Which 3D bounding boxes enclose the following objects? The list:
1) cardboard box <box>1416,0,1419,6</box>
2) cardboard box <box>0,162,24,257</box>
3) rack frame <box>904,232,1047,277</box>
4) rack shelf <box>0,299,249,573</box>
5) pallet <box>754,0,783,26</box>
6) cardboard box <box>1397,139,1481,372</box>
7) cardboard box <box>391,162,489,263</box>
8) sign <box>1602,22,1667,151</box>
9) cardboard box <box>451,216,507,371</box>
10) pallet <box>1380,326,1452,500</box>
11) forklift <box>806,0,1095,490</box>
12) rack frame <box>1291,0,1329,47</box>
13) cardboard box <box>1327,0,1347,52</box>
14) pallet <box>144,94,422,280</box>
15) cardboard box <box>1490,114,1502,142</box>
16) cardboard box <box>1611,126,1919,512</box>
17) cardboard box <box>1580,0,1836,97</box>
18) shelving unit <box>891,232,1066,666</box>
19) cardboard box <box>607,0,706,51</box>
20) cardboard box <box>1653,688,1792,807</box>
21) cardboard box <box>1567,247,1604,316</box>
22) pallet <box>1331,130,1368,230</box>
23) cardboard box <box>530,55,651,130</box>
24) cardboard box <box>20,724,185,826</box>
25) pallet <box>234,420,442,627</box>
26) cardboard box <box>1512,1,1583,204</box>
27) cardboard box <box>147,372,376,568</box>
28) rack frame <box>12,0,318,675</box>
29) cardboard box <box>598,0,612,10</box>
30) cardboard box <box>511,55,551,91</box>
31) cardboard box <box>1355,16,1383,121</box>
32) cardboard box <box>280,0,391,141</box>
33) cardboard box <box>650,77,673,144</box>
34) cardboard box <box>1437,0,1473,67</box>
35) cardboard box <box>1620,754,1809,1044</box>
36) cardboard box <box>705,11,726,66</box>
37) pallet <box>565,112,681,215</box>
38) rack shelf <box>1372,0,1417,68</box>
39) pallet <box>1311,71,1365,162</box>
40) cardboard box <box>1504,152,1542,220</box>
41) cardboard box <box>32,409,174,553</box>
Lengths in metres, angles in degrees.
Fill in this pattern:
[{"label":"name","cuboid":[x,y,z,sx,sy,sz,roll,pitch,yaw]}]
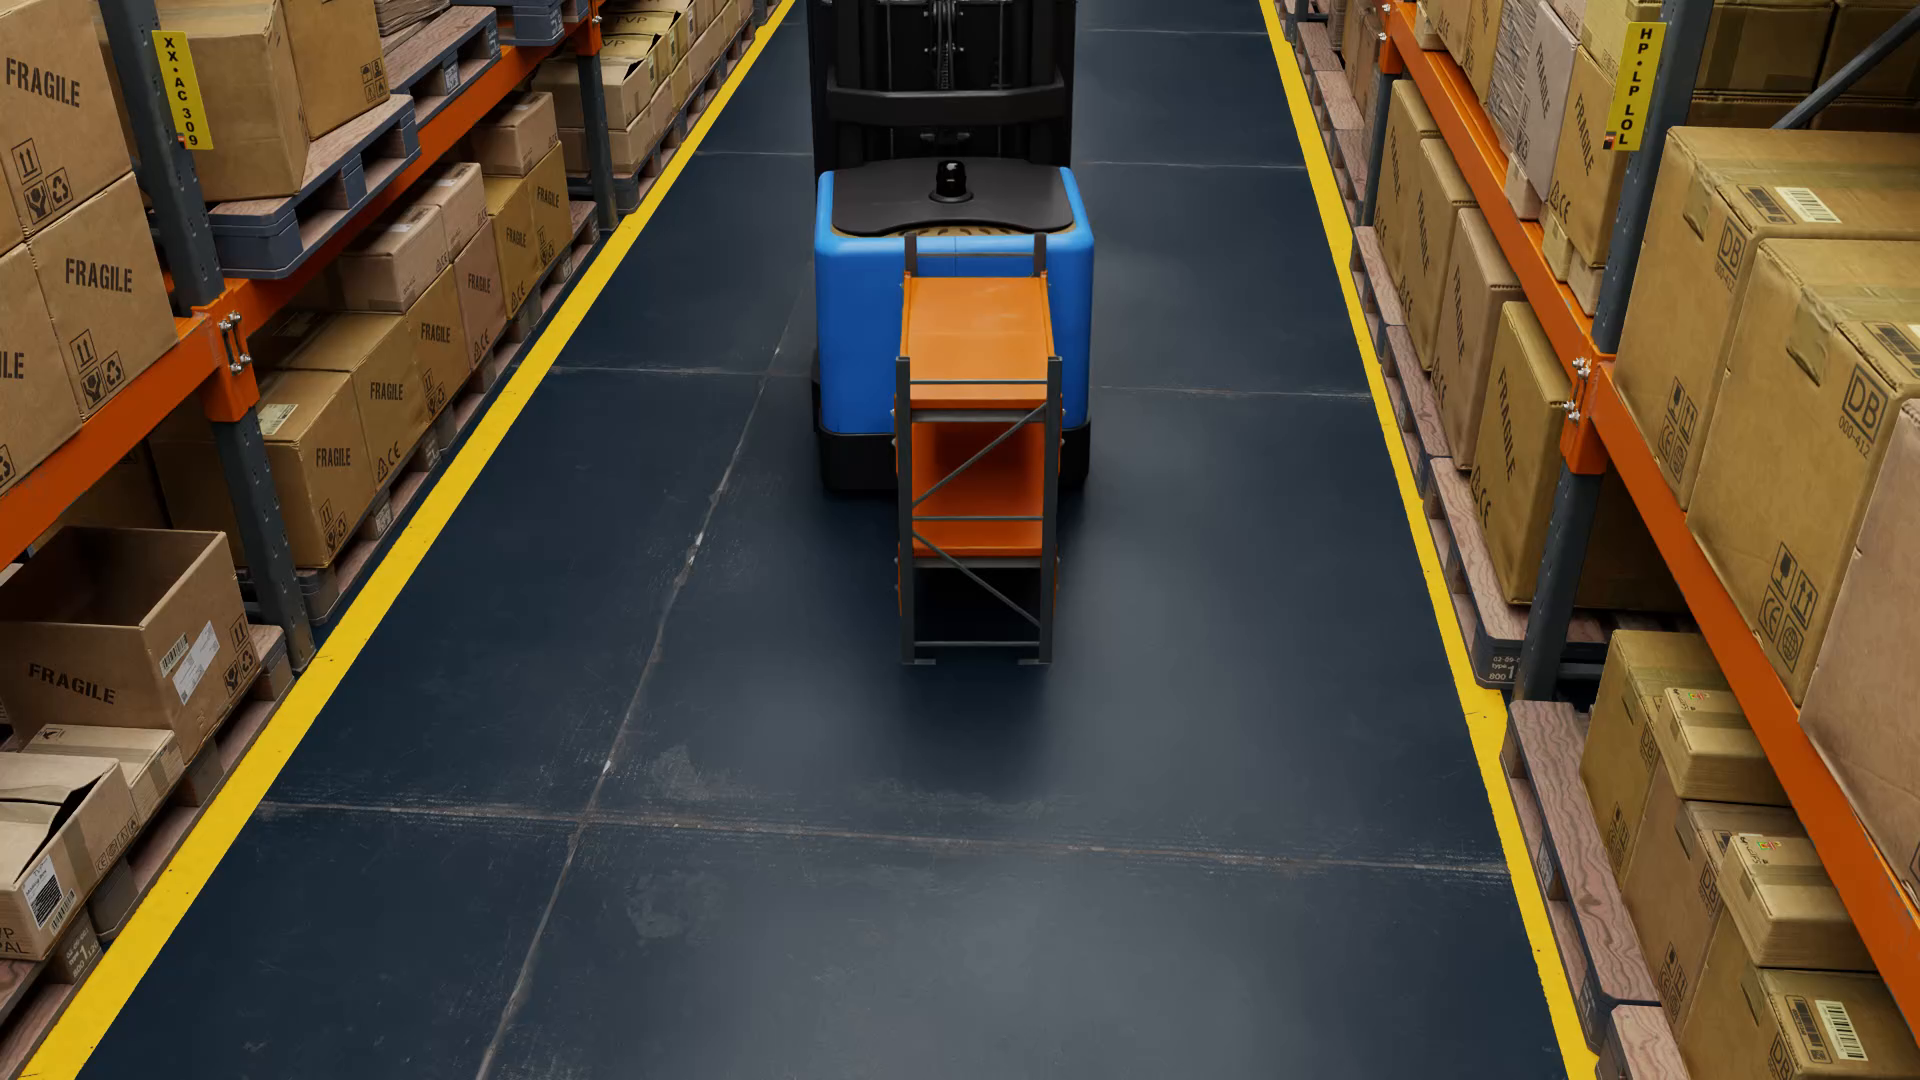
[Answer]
[{"label":"cardboard box","cuboid":[2.327,-2.504,7.675,0.380,0.149,0.250,2,32,3]},{"label":"cardboard box","cuboid":[-2.501,-0.808,3.653,0.500,0.500,0.500,2,32,3]},{"label":"rack frame","cuboid":[0.055,-0.599,6.150,0.500,1.125,0.032,0,32,0]},{"label":"rack shelf","cuboid":[-2.841,0.469,3.316,1.077,0.370,4.000,2,32,4]},{"label":"pallet","cuboid":[-1.921,-4.293,13.015,1.003,0.211,1.213,2,32,4]},{"label":"cardboard box","cuboid":[2.316,-1.192,6.974,0.750,0.750,0.750,2,32,4]},{"label":"cardboard box","cuboid":[-2.274,-1.353,6.835,0.500,0.250,0.500,2,32,3]},{"label":"sign","cuboid":[1.717,-1.151,4.230,0.100,0.325,0.005,2,32,4]},{"label":"cardboard box","cuboid":[-2.274,-1.053,7.064,0.500,0.500,0.500,1,32,2]},{"label":"pallet","cuboid":[2.344,-0.533,6.913,1.003,0.211,1.213,2,32,4]},{"label":"forklift","cuboid":[-0.088,-2.183,6.999,1.130,2.935,3.031,-1,32,-2]},{"label":"rack frame","cuboid":[2.910,-4.857,11.272,1.000,3.000,0.127,2,32,4]},{"label":"cardboard box","cuboid":[2.867,-3.594,11.186,0.700,0.500,0.500,3,32,6]},{"label":"pallet","cuboid":[-2.505,-1.214,5.545,1.003,0.211,1.213,2,32,4]},{"label":"cardboard box","cuboid":[2.185,-1.565,6.150,0.380,0.149,0.250,3,32,6]},{"label":"cardboard box","cuboid":[2.199,-0.518,3.946,0.980,0.700,0.700,3,32,5]},{"label":"cardboard box","cuboid":[2.042,-1.425,4.591,0.500,0.250,0.500,3,32,5]},{"label":"shelving unit","cuboid":[0.055,-0.333,5.718,0.538,1.125,1.048,0,32,0]},{"label":"cardboard box","cuboid":[-1.898,-3.293,10.421,0.500,0.311,0.500,2,32,3]},{"label":"cardboard box","cuboid":[1.886,0.494,3.954,0.380,0.149,0.250,3,32,6]},{"label":"cardboard box","cuboid":[2.004,-0.764,4.851,0.380,0.149,0.250,3,32,4]},{"label":"pallet","cuboid":[2.650,-1.986,9.272,1.003,0.211,1.213,2,32,4]},{"label":"cardboard box","cuboid":[-2.017,-2.483,9.106,0.500,0.311,0.500,3,32,6]},{"label":"cardboard box","cuboid":[-2.413,0.652,4.631,0.380,0.149,0.250,2,32,4]},{"label":"pallet","cuboid":[-2.650,-0.123,6.248,1.003,0.211,1.213,2,32,4]},{"label":"cardboard box","cuboid":[2.077,-1.370,5.217,0.500,0.500,0.500,3,32,4]},{"label":"cardboard box","cuboid":[-2.396,-0.249,5.758,0.500,0.500,0.500,1,32,2]},{"label":"rack frame","cuboid":[-2.678,-0.883,4.824,1.000,3.000,0.127,2,32,4]},{"label":"cardboard box","cuboid":[-2.433,-3.304,10.438,0.500,0.311,0.500,3,32,5]},{"label":"cardboard box","cuboid":[-2.556,-2.506,9.143,0.500,0.311,0.500,3,32,5]},{"label":"cardboard box","cuboid":[2.761,-2.792,9.885,0.700,0.500,0.500,2,32,4]},{"label":"cardboard box","cuboid":[-2.424,-1.705,5.662,0.700,0.500,0.500,7,32,12]},{"label":"cardboard box","cuboid":[-1.977,-2.507,9.680,0.500,0.250,0.500,2,32,3]},{"label":"cardboard box","cuboid":[2.197,-2.167,6.509,0.500,0.500,0.500,2,32,4]},{"label":"cardboard box","cuboid":[2.052,0.861,3.976,0.700,0.500,0.500,2,32,3]},{"label":"cardboard box","cuboid":[-1.856,-3.313,10.988,0.500,0.250,0.500,3,32,5]},{"label":"pallet","cuboid":[-2.247,-2.216,9.645,1.003,0.211,1.213,2,32,4]},{"label":"rack shelf","cuboid":[2.748,-3.505,9.763,1.077,0.370,4.000,2,32,4]},{"label":"pallet","cuboid":[2.752,-2.623,10.304,1.003,0.211,1.213,2,32,4]},{"label":"cardboard box","cuboid":[2.030,-1.171,5.511,0.380,0.149,0.250,2,32,4]},{"label":"cardboard box","cuboid":[-2.924,-0.276,5.803,0.500,0.500,0.500,2,32,4]}]
